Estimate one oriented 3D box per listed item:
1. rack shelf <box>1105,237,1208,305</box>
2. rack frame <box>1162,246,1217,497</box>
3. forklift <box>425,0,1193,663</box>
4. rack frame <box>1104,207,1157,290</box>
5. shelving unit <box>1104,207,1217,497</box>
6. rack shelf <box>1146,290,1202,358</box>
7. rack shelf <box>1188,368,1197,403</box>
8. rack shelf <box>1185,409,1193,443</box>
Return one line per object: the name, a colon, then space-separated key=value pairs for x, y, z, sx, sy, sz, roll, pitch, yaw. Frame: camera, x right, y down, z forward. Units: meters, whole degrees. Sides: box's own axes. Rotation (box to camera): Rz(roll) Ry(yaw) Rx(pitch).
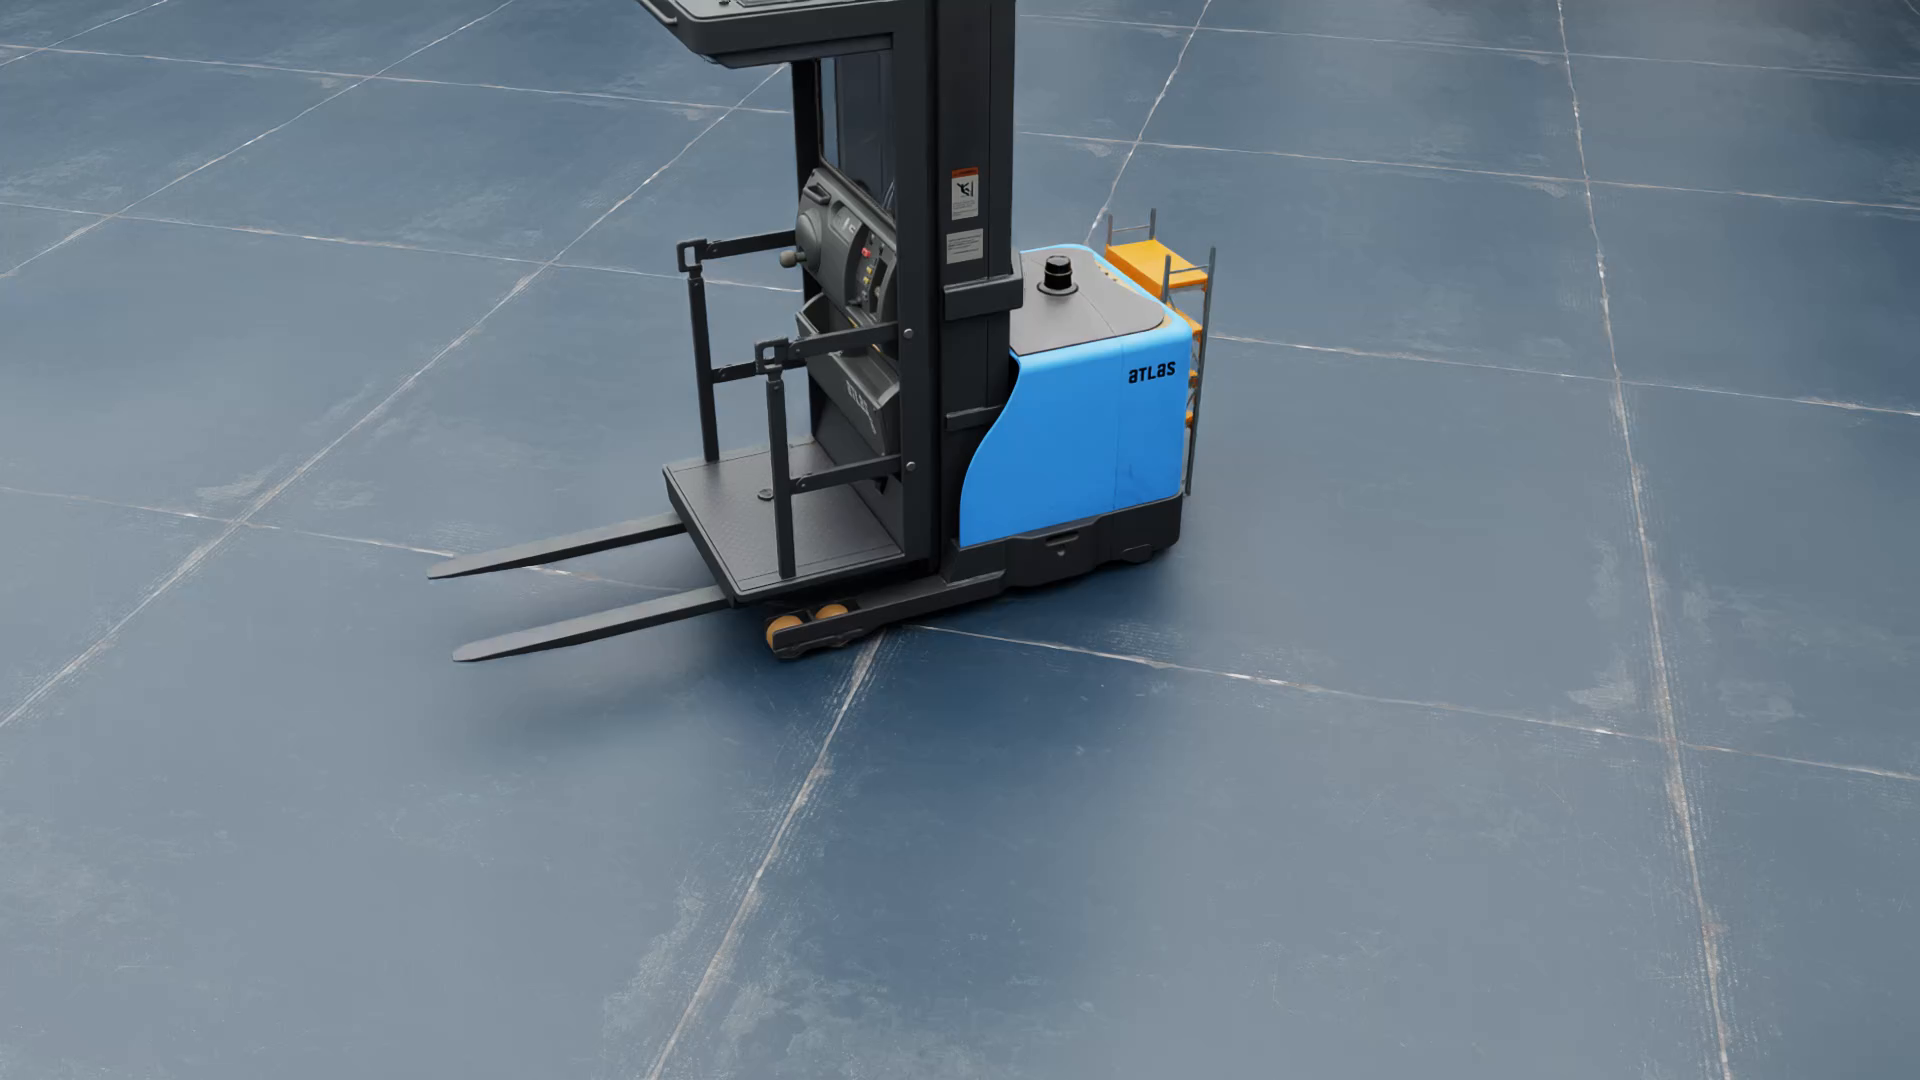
rack shelf: x=0.852 y=-1.142 z=7.191 sx=0.258 sy=0.148 sz=0.480 roll=-13 pitch=35 yaw=-22
rack frame: x=0.947 y=-0.690 z=7.212 sx=0.240 sy=1.200 sz=0.015 roll=-13 pitch=35 yaw=-22
forklift: x=-0.619 y=-1.095 z=6.240 sx=3.031 sy=2.935 sz=1.130 roll=-13 pitch=35 yaw=-20
rack frame: x=0.741 y=-0.927 z=7.585 sx=0.240 sy=1.200 sz=0.015 roll=-13 pitch=35 yaw=-22
shelving unit: x=0.844 y=-0.809 z=7.398 sx=0.258 sy=1.200 sz=0.503 roll=-13 pitch=35 yaw=-22
rack shelf: x=0.847 y=-0.941 z=7.316 sx=0.258 sy=0.148 sz=0.480 roll=-13 pitch=35 yaw=-22
rack shelf: x=0.843 y=-0.752 z=7.434 sx=0.258 sy=0.148 sz=0.480 roll=-13 pitch=35 yaw=-22
rack shelf: x=0.839 y=-0.583 z=7.539 sx=0.258 sy=0.148 sz=0.480 roll=-13 pitch=35 yaw=-22
